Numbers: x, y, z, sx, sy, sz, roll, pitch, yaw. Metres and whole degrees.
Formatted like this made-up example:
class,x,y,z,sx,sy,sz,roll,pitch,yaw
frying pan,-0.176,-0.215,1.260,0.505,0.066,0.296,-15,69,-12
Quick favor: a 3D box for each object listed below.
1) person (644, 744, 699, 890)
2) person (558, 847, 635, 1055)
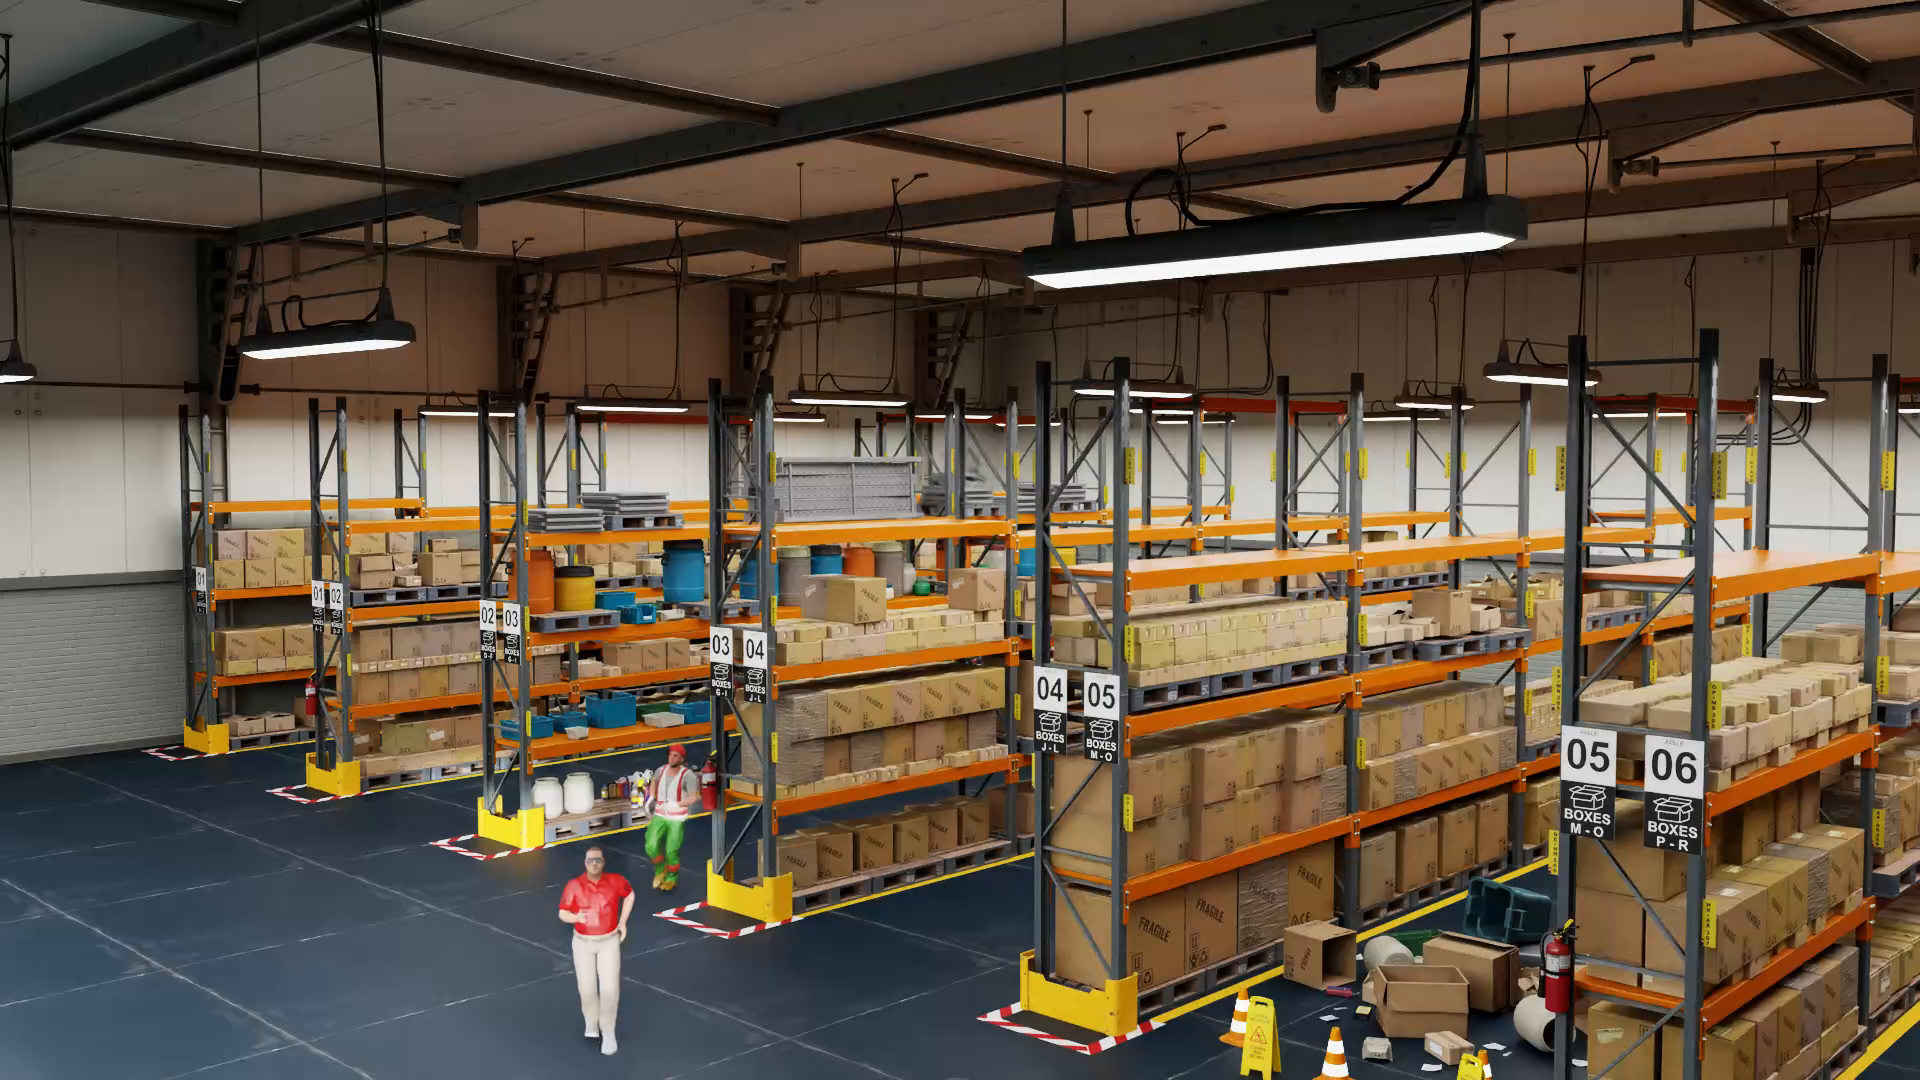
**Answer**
class,x,y,z,sx,sy,sz,roll,pitch,yaw
person,-3.394,3.257,19.519,0.688,1.739,0.586,1,3,11
person,-3.148,3.554,14.408,0.640,1.781,0.727,-1,3,-10
